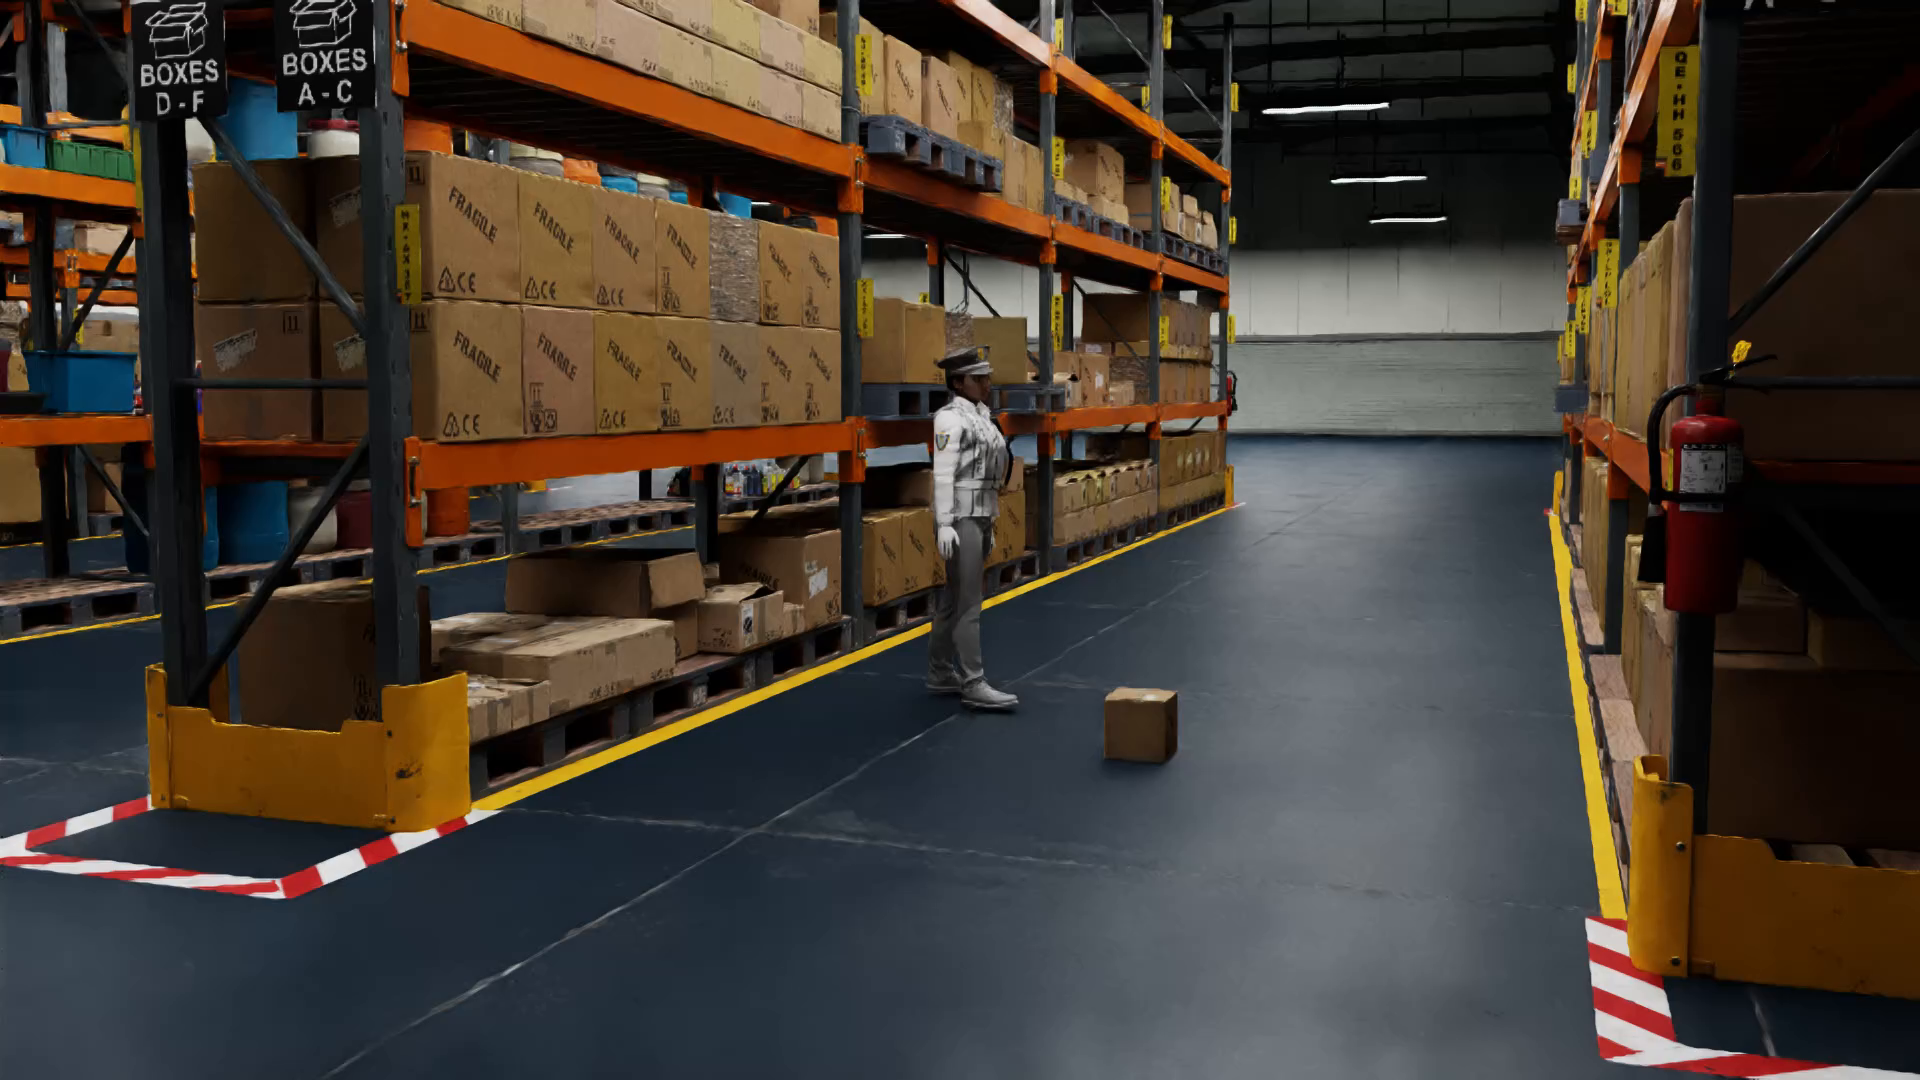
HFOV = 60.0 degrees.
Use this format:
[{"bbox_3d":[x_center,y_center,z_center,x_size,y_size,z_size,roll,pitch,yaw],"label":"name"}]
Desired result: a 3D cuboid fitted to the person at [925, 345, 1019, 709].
[{"bbox_3d":[0.046,-0.073,7.769,0.561,1.666,0.643,2,6,21],"label":"person"}]
